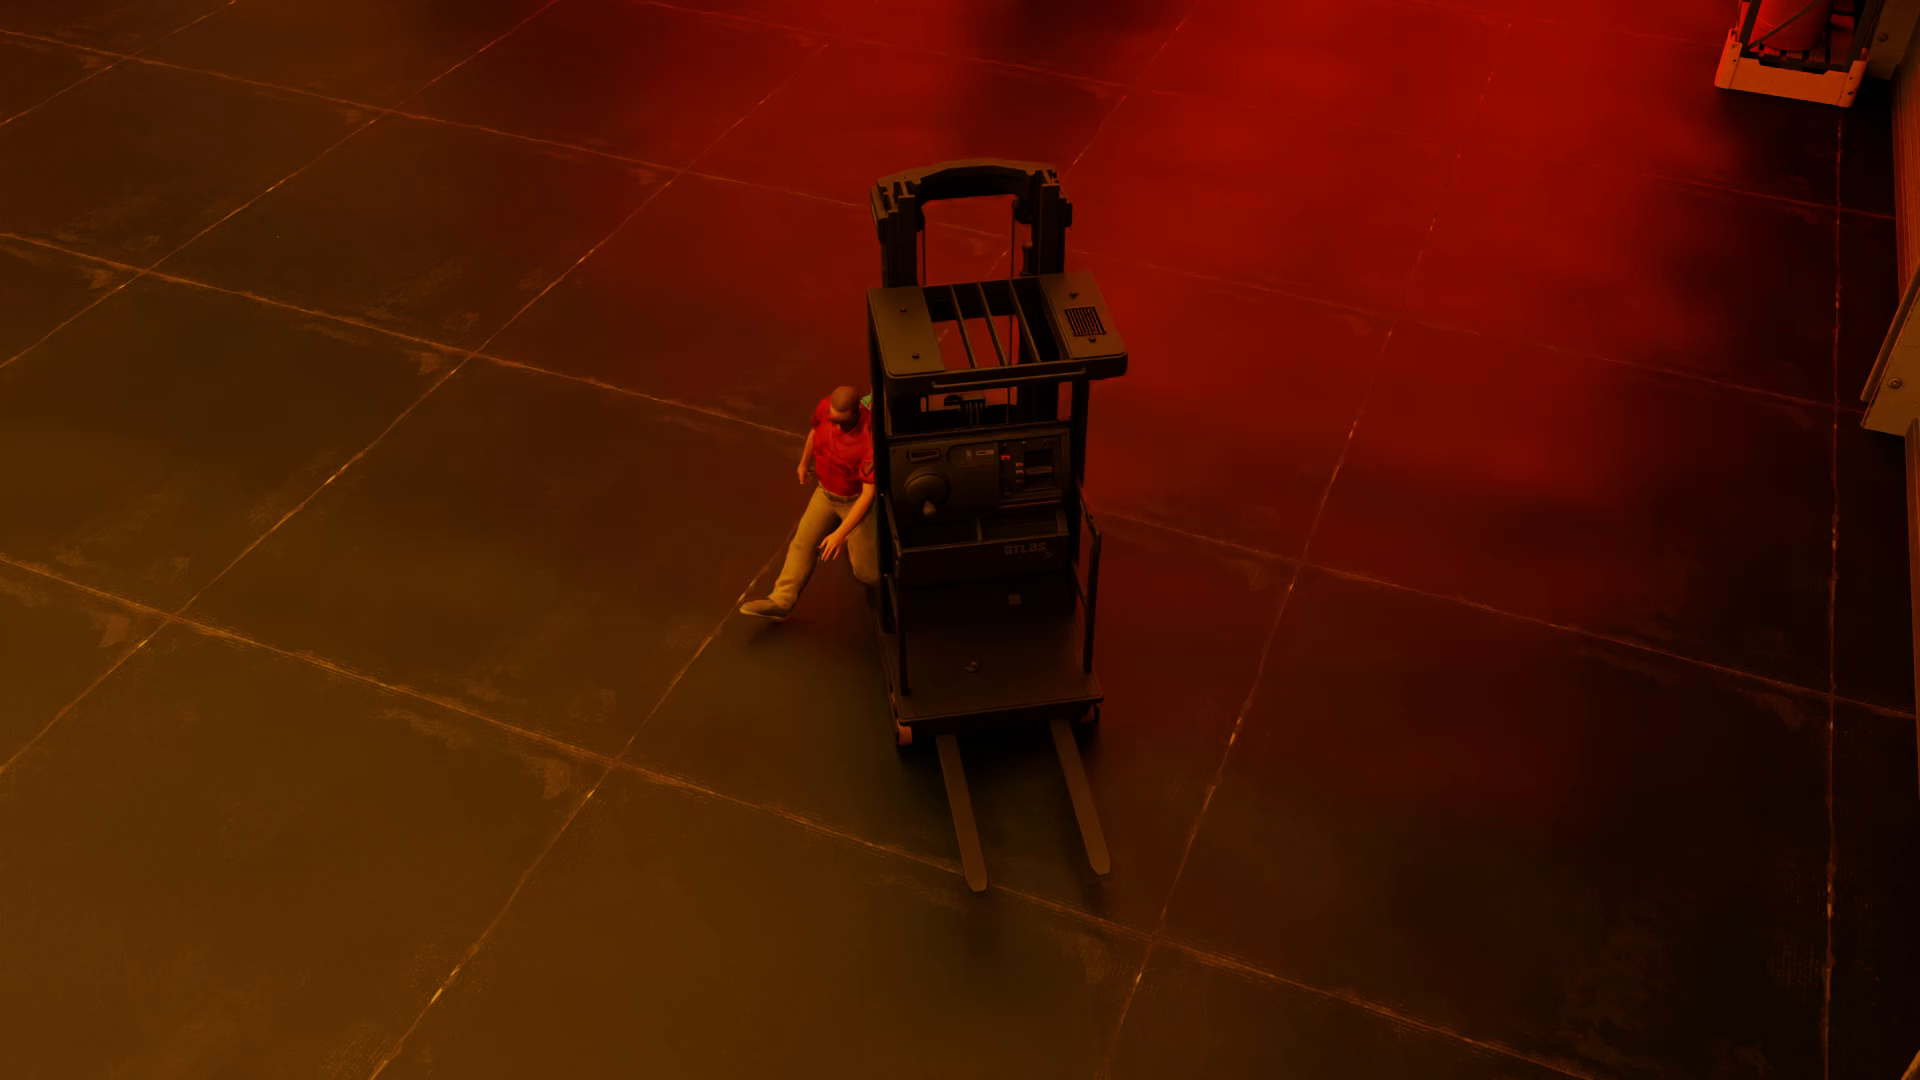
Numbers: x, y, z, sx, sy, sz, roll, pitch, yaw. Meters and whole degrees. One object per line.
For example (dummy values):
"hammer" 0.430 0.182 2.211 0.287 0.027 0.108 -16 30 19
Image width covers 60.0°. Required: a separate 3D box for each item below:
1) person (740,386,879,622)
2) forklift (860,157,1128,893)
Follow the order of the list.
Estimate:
"person" -0.742 -0.182 9.229 1.000 1.586 0.833 -33 50 -33
"forklift" 0.144 -0.265 8.323 1.130 2.935 3.031 -6 40 -7
